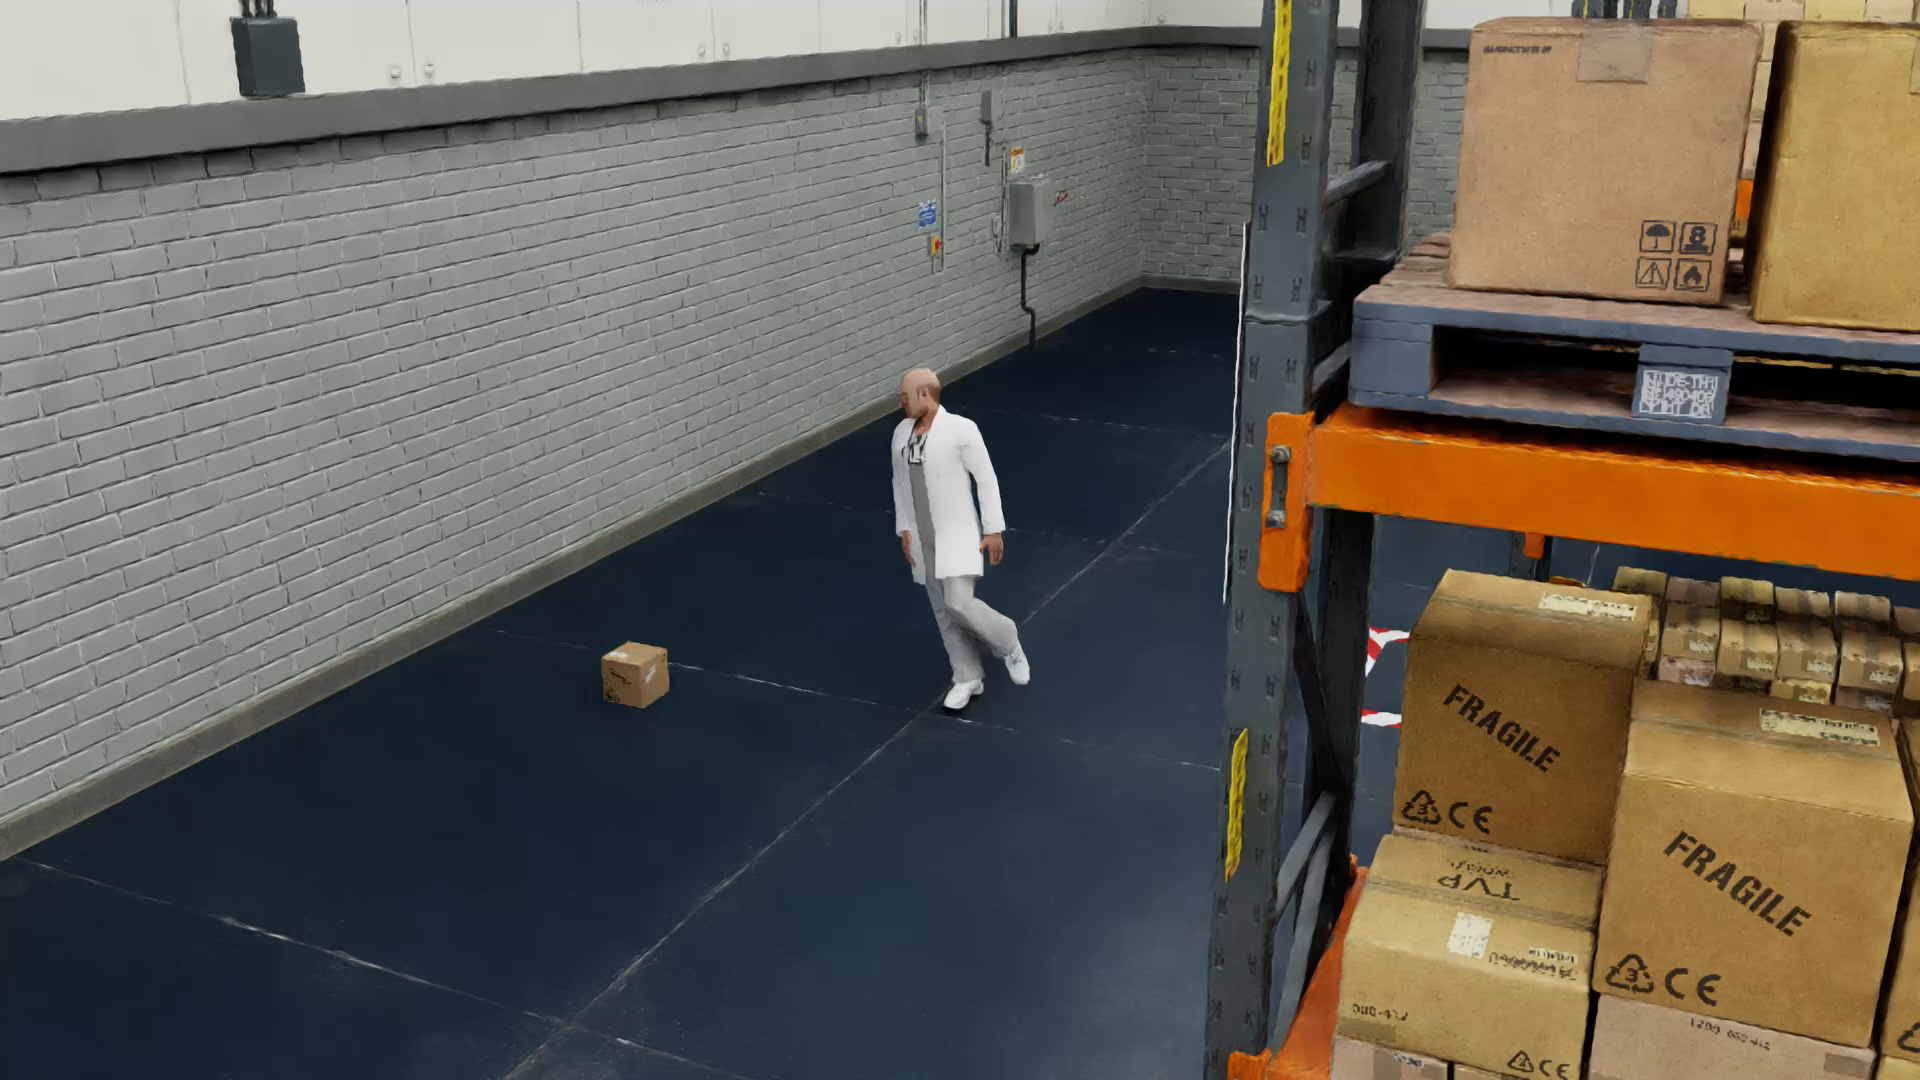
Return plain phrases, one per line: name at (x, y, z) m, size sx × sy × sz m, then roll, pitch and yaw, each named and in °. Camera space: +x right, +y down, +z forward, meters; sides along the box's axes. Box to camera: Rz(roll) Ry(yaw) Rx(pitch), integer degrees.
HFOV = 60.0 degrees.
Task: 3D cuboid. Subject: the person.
person at (-0.033, -0.023, 8.658) m, size 0.754 × 1.749 × 0.562 m, roll 13°, pitch 22°, yaw 33°
